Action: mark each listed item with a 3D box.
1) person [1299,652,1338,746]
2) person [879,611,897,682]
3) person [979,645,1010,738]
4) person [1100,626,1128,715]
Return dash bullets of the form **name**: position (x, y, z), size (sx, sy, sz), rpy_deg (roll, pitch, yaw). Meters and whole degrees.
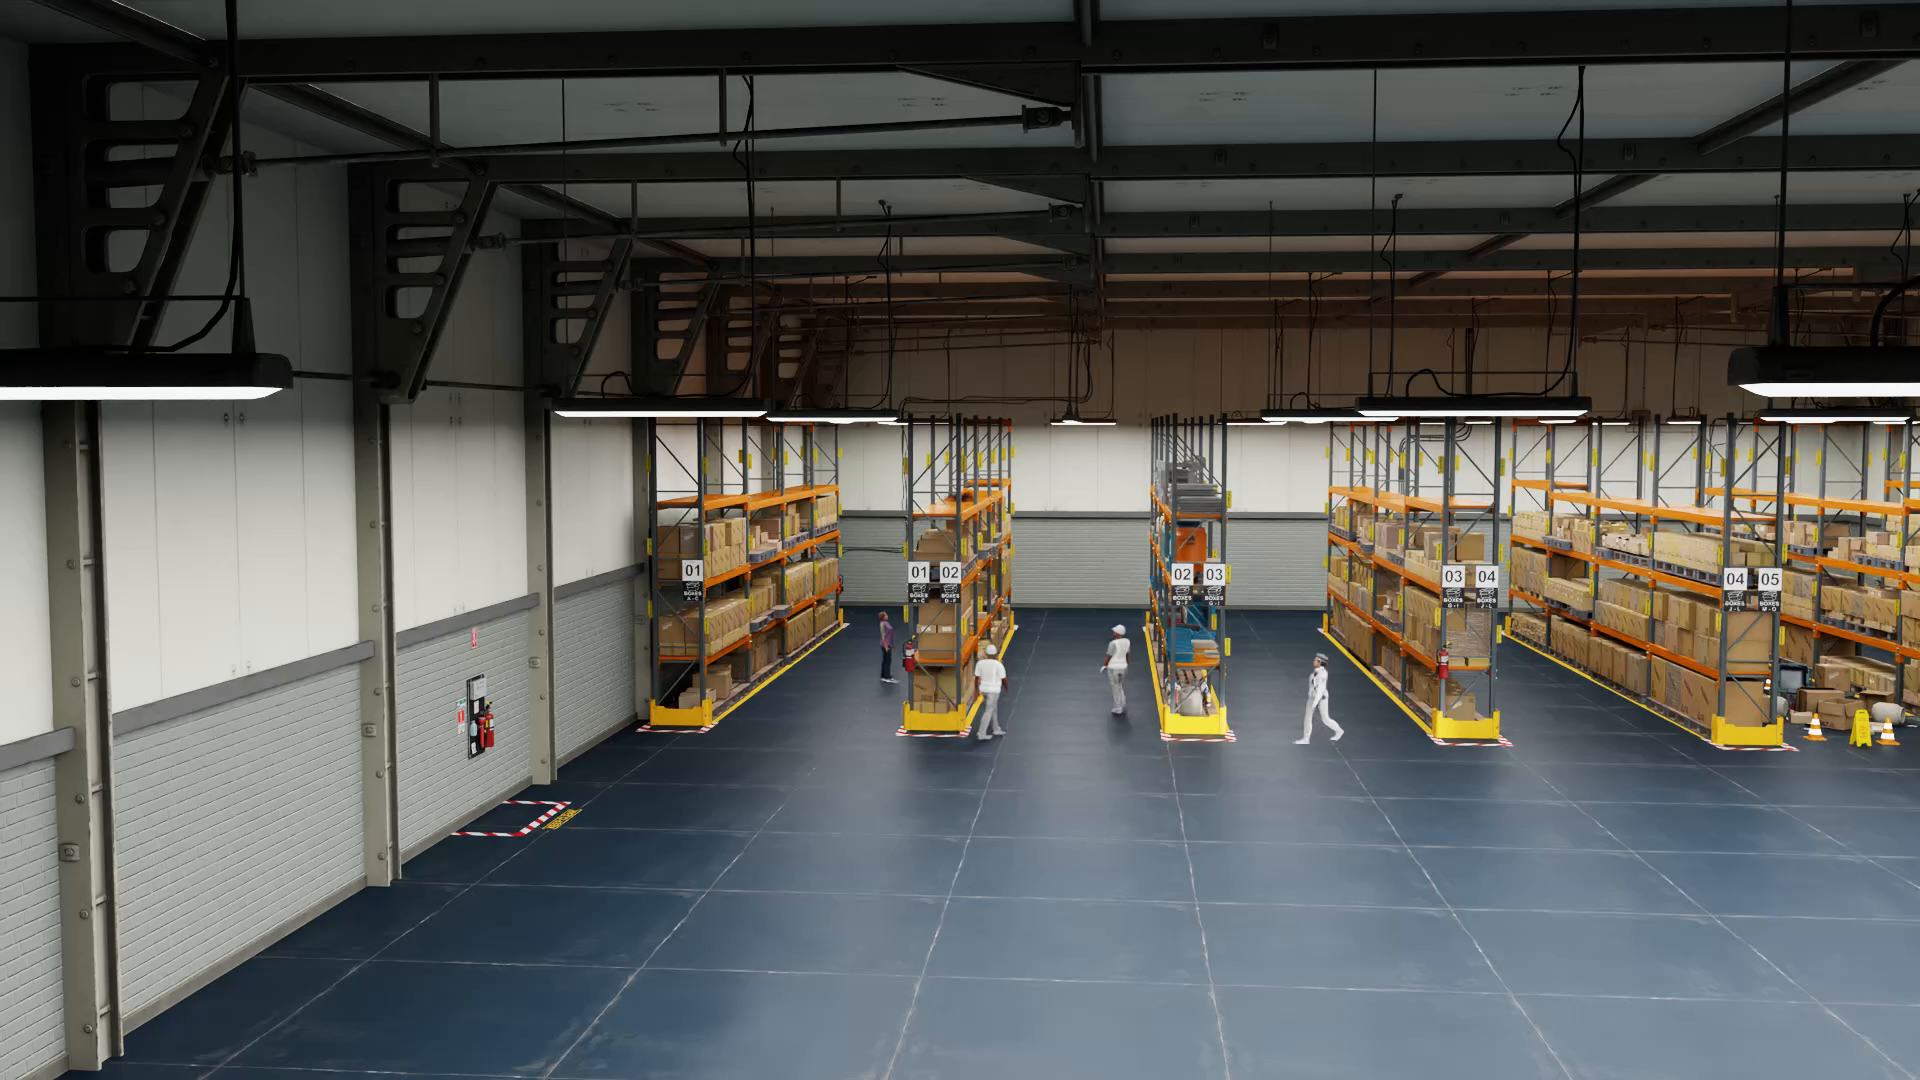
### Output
- **person**: position (6.502, 2.861, 30.093), size (0.473, 1.685, 0.703), rpy_deg (3, 5, 36)
- **person**: position (-1.608, 2.407, 37.493), size (0.465, 1.578, 0.529), rpy_deg (2, 4, 22)
- **person**: position (0.645, 2.802, 30.621), size (0.595, 1.752, 0.625), rpy_deg (-2, 4, -28)
- **person**: position (3.120, 2.618, 33.374), size (0.581, 1.805, 0.660), rpy_deg (2, 4, 23)
